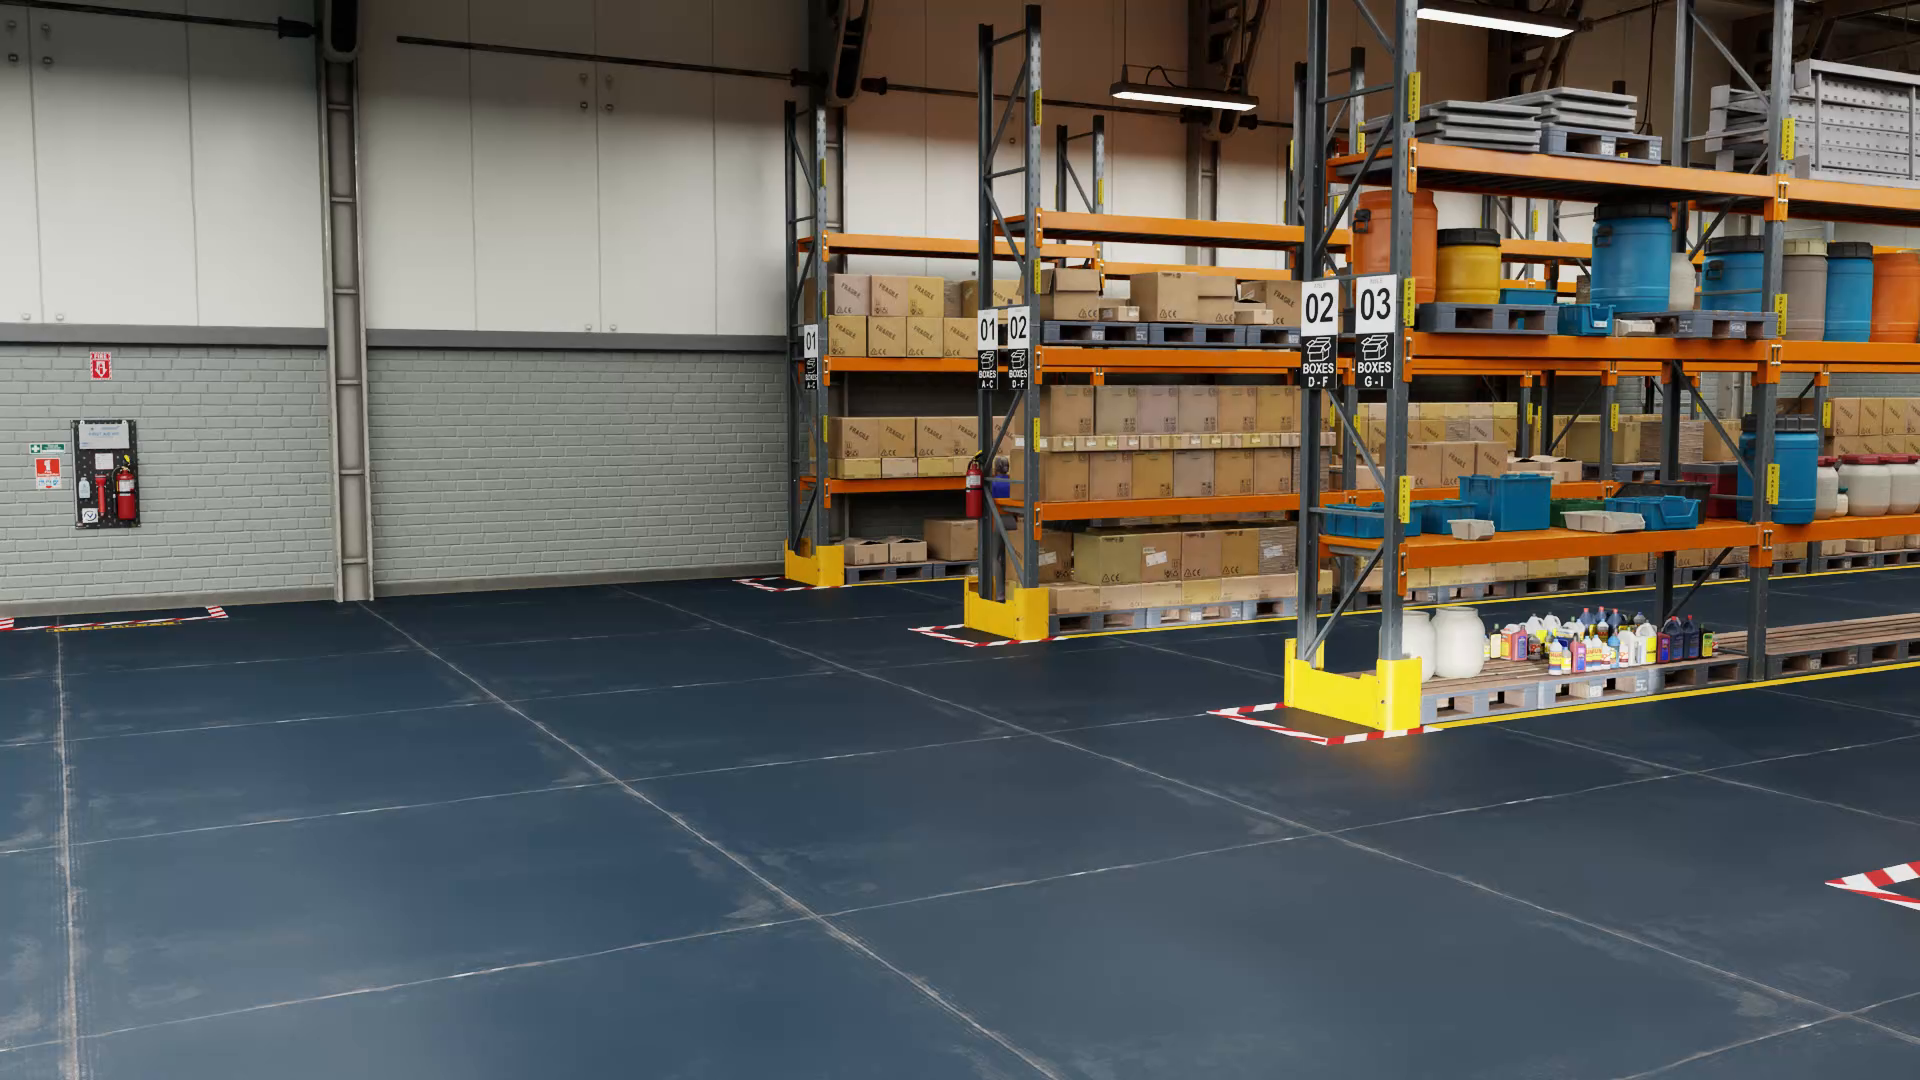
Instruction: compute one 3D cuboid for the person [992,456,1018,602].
[{"bbox_3d":[0.453,-0.108,18.893,0.444,1.691,0.442,-3,6,-28],"label":"person"}]
